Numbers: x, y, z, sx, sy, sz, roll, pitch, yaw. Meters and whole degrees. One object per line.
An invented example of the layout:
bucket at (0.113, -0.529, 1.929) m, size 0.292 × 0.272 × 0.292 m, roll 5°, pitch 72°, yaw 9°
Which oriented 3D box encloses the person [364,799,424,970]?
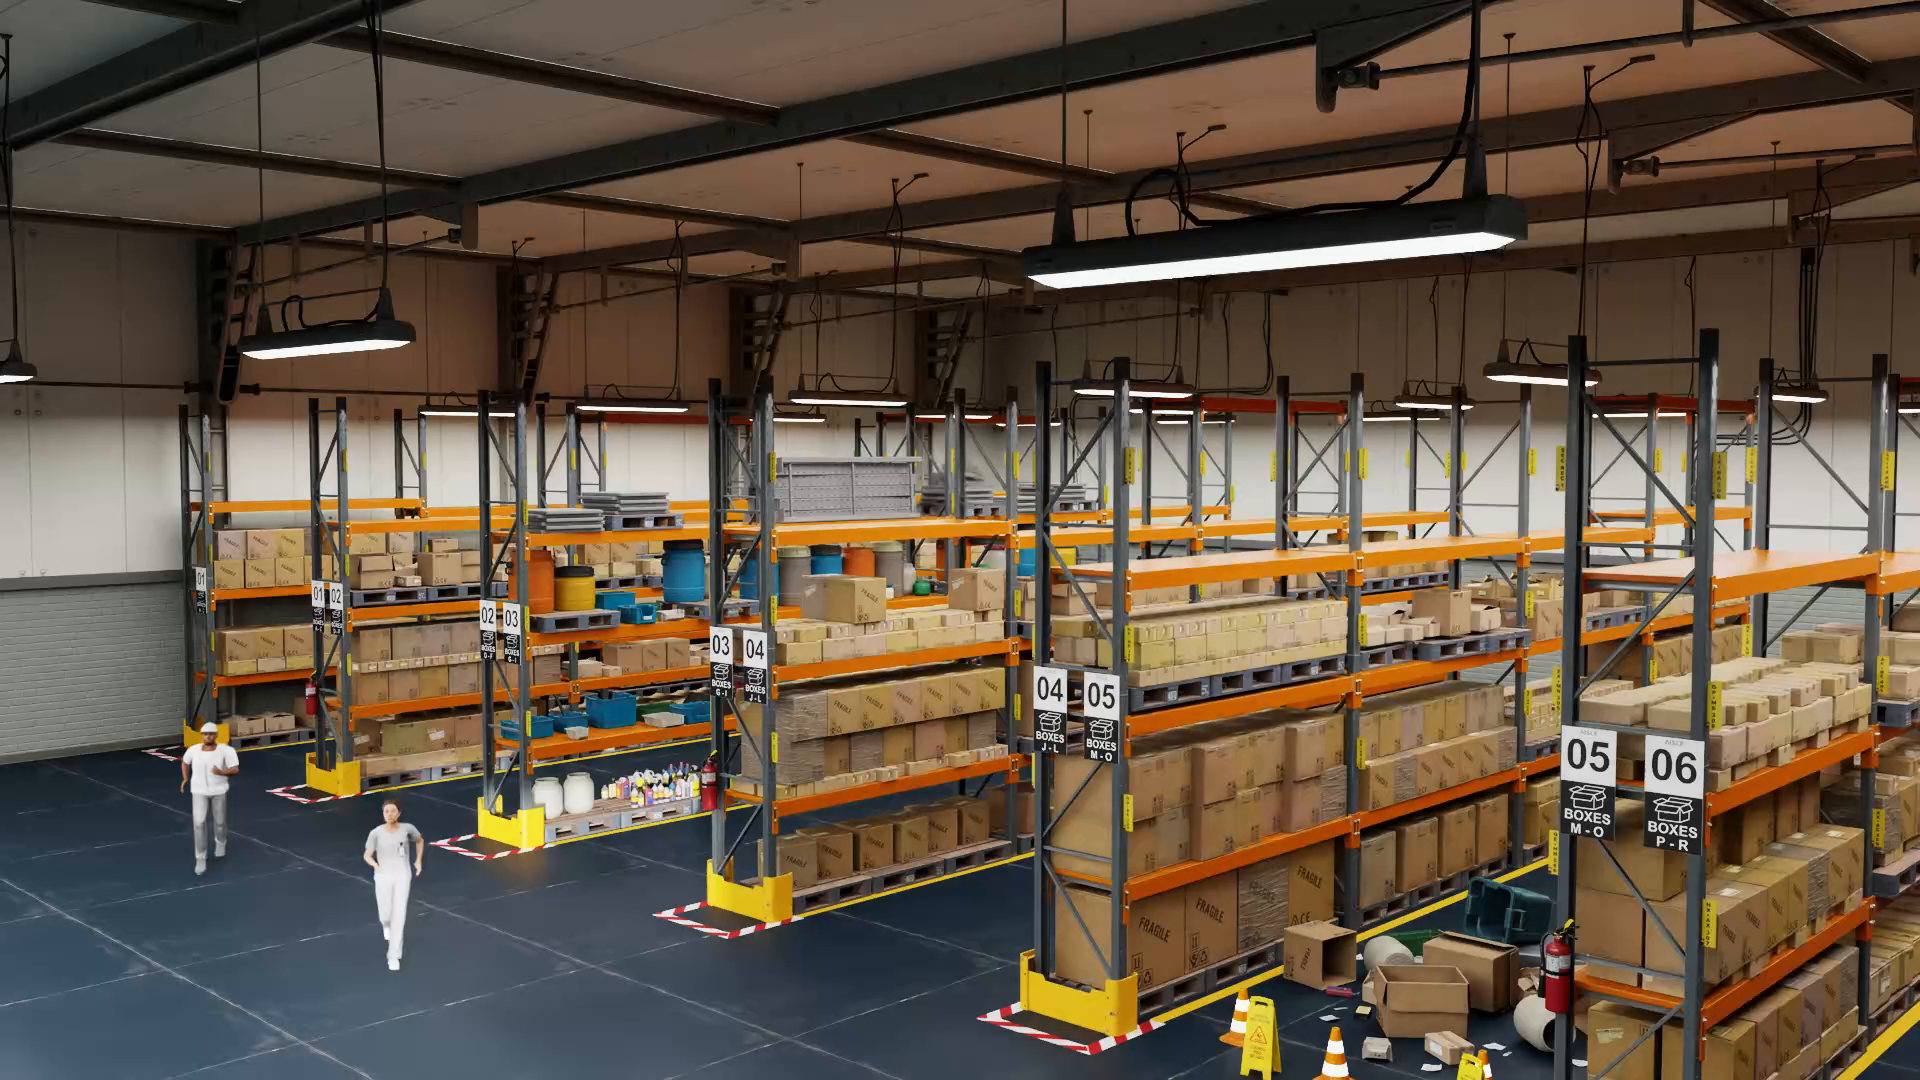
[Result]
person at (-5.740, 3.446, 16.874) m, size 0.584 × 1.633 × 0.970 m, roll -1°, pitch 3°, yaw -17°

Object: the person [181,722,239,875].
person at (-9.355, 3.174, 20.748) m, size 0.685 × 1.809 × 0.868 m, roll -1°, pitch 3°, yaw -18°
